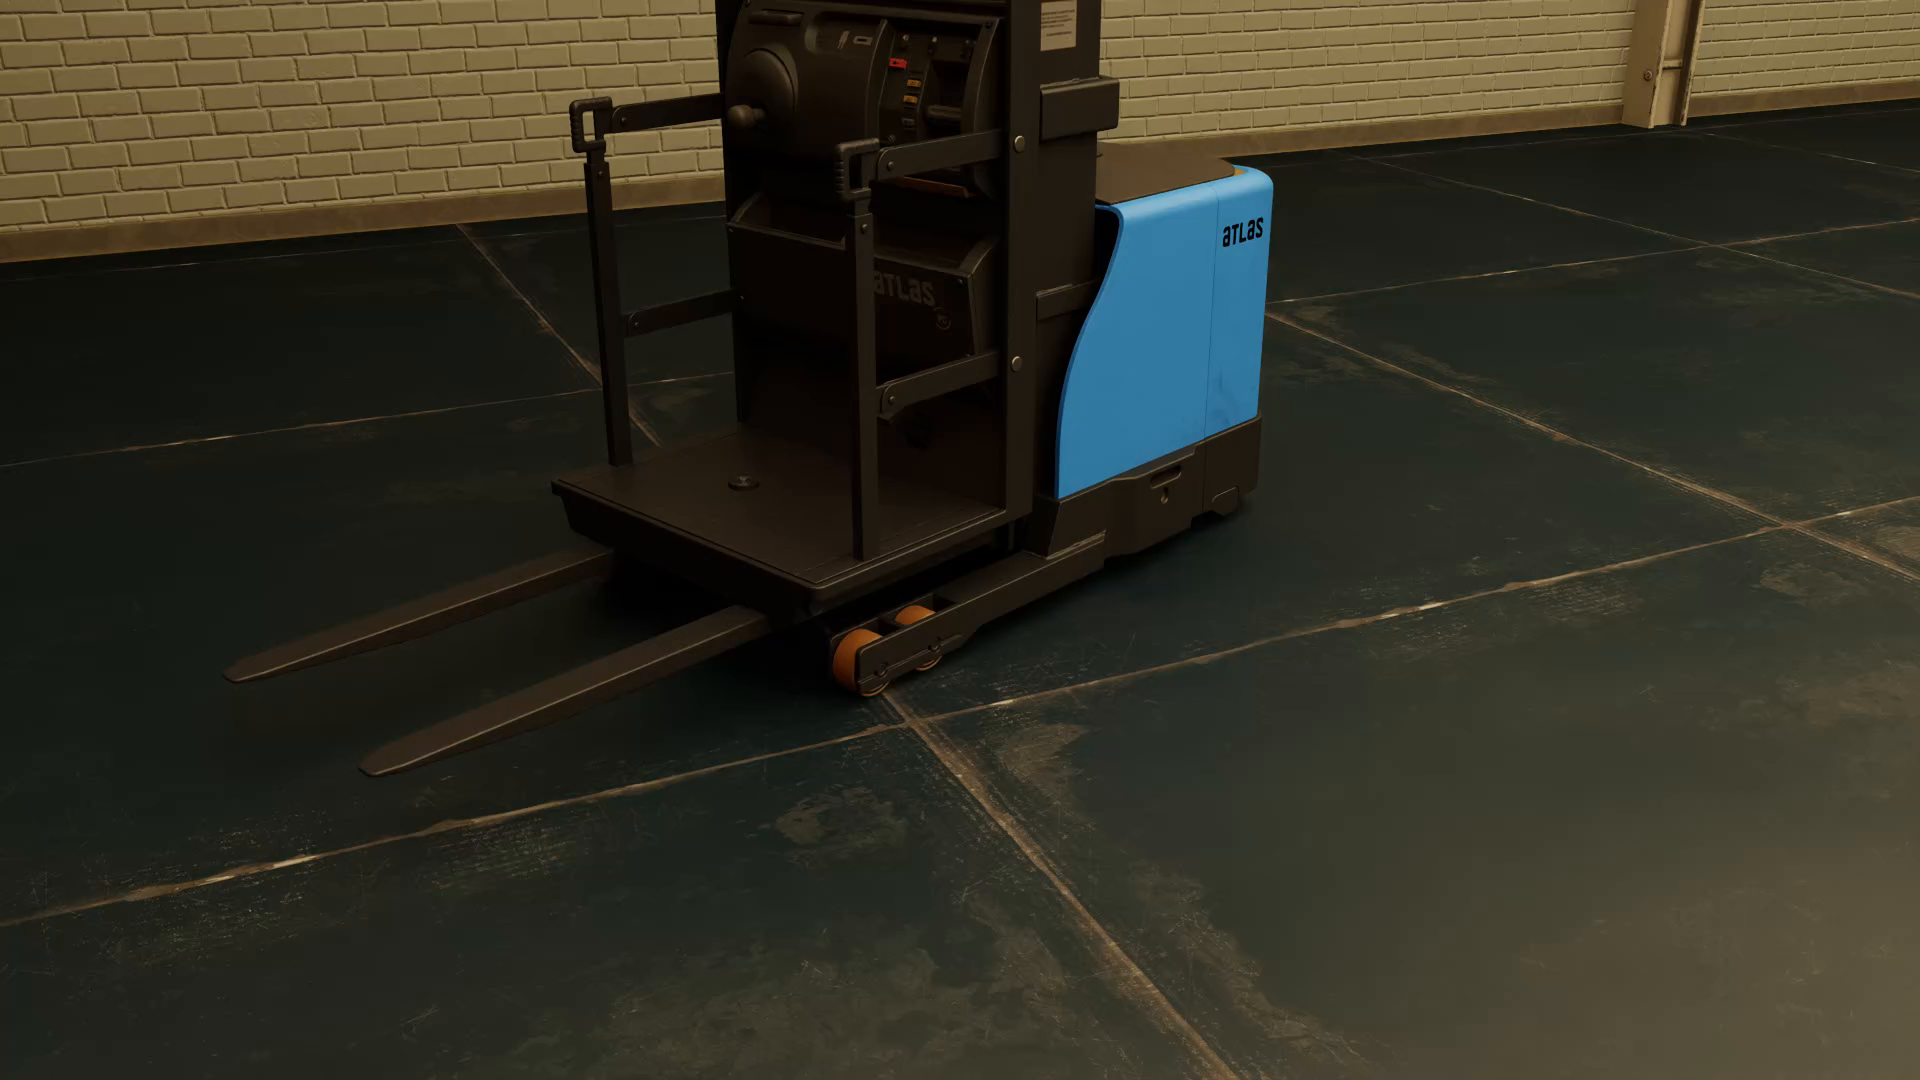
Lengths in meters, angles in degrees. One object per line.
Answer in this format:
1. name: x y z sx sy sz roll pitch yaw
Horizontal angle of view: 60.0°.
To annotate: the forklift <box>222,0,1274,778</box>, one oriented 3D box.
1. forklift: -0.413 -1.182 4.131 1.130 2.935 3.031 19 29 39
